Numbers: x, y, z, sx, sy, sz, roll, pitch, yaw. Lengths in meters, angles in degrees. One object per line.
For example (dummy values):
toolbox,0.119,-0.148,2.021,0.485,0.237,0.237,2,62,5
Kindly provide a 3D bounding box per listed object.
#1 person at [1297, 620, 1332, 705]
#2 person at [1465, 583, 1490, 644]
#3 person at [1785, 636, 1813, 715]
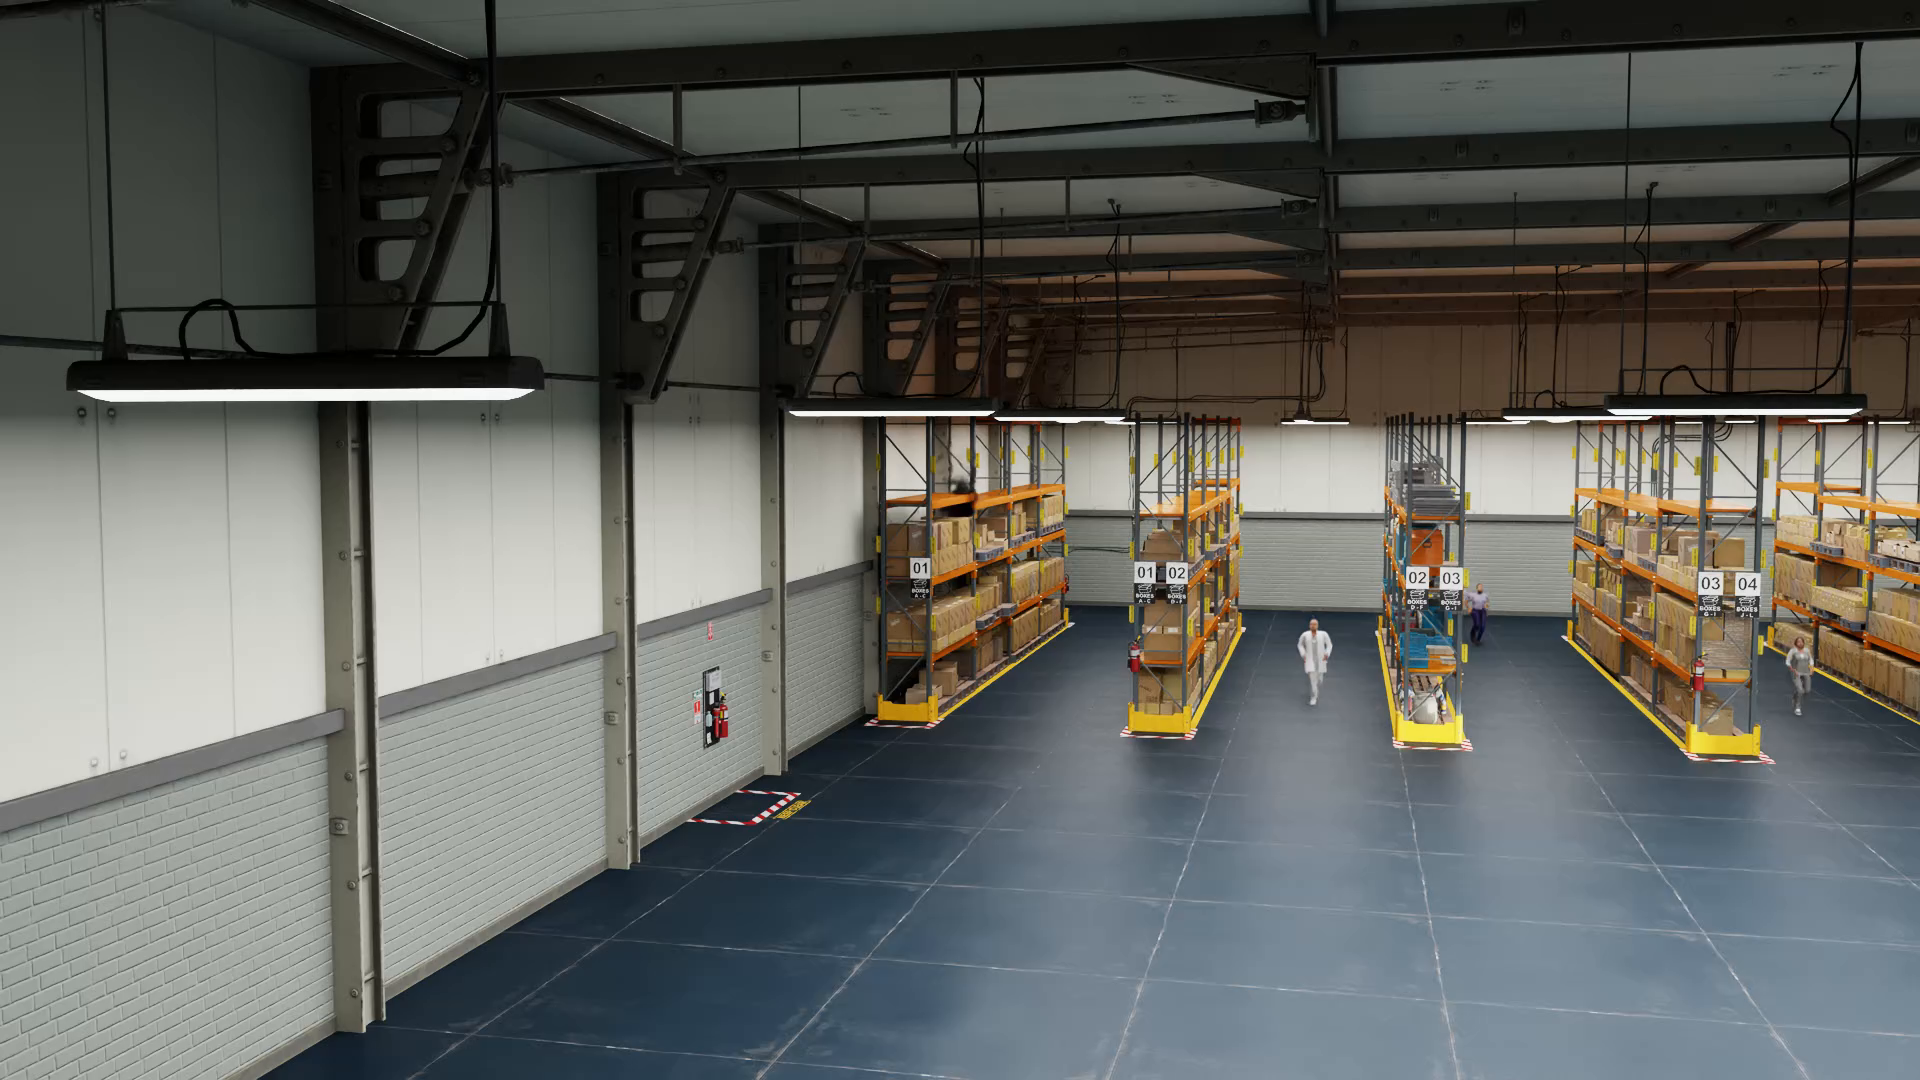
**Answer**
person,7.371,2.522,34.574,0.707,1.754,0.672,1,4,10
person,13.665,1.950,43.774,0.597,1.608,0.595,0,4,-3
person,16.774,2.706,33.206,0.545,1.564,0.490,0,4,7
